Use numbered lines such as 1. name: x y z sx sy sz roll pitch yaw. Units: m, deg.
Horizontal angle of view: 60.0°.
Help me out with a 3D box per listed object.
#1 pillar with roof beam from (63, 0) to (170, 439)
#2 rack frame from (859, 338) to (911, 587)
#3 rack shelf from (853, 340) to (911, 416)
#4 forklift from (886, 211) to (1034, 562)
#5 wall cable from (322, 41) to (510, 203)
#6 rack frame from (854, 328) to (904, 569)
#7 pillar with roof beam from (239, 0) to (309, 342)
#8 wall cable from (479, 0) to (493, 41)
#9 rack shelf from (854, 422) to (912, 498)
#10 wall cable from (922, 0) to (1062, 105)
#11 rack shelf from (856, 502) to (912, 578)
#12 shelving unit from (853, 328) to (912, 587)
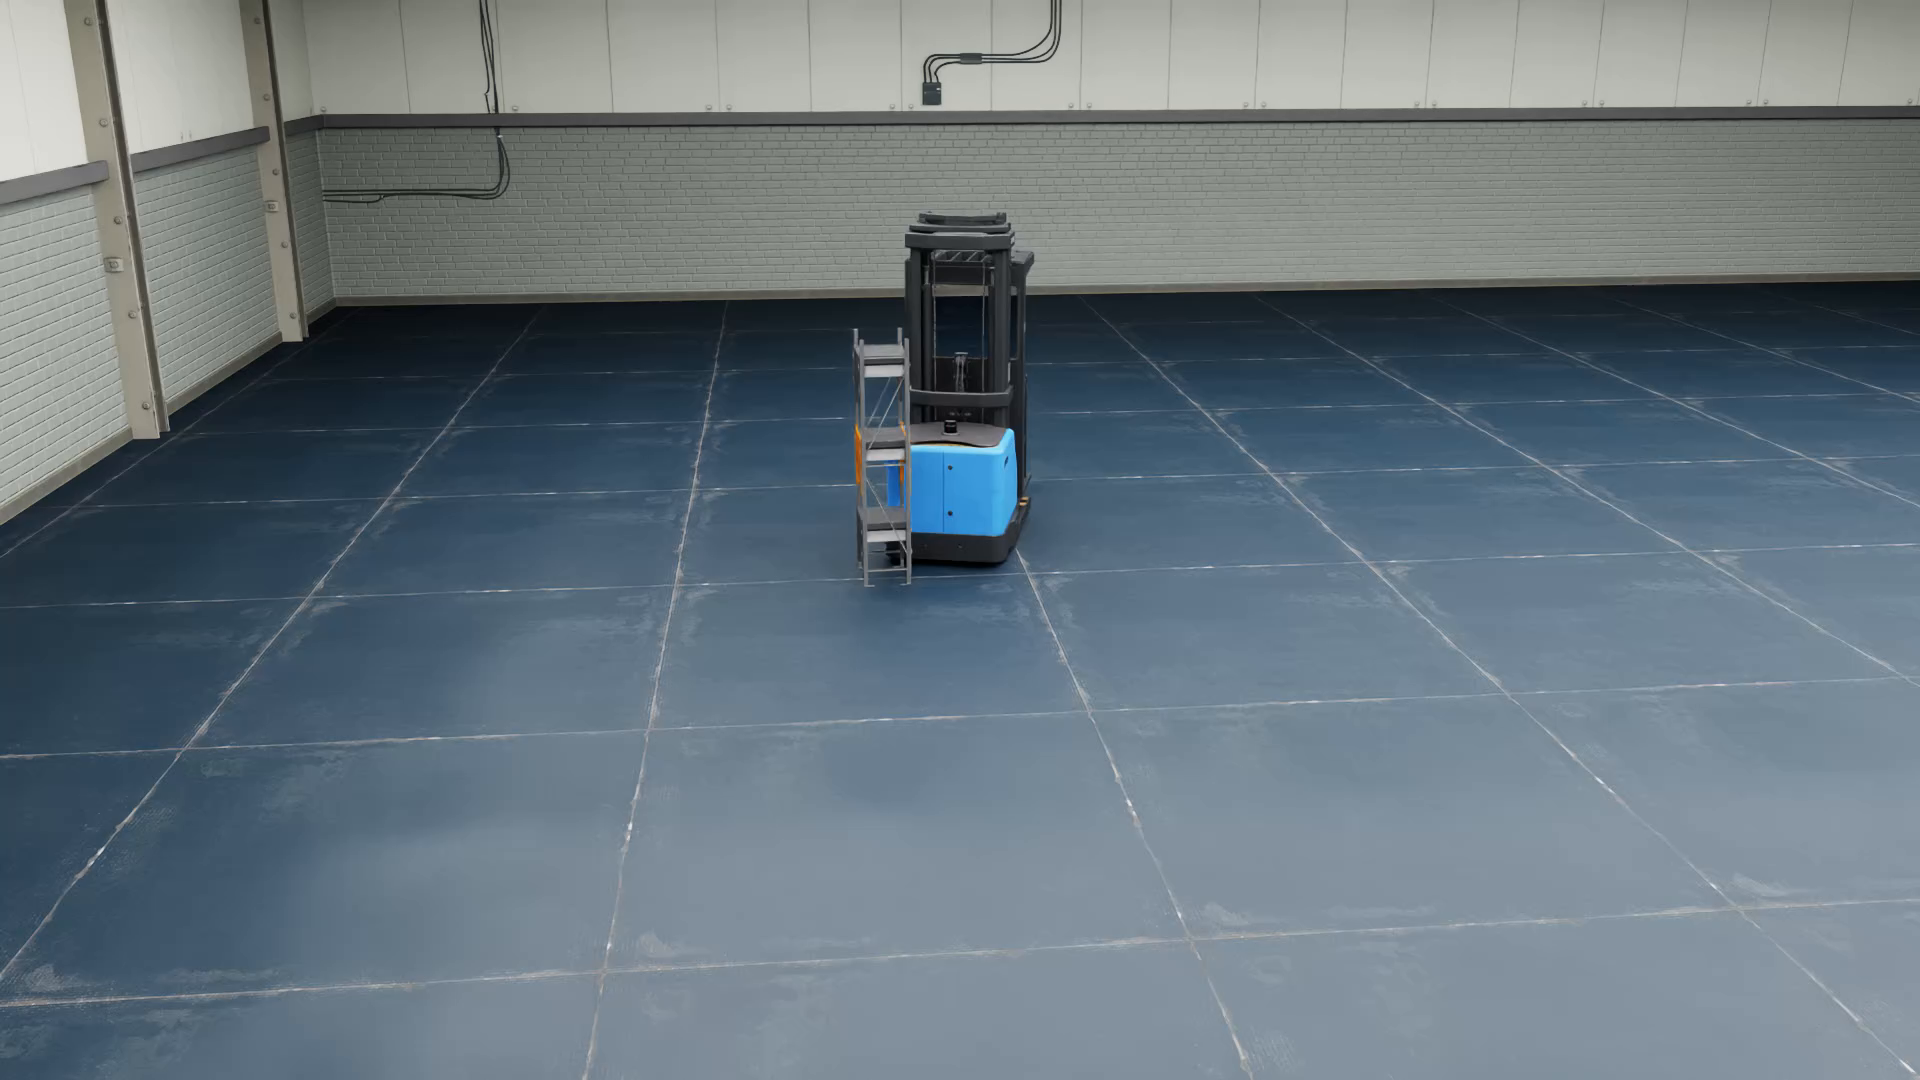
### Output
1. pillar with roof beam: -5.023 -5.637 18.183 9.100 9.000 0.400 -2 18 -6
2. rack frame: -0.611 -0.614 13.700 0.400 2.100 0.015 -3 18 -8
3. rack shelf: -0.648 -1.341 13.724 0.431 0.518 0.480 -3 18 -8
4. forklift: 0.087 -1.603 15.462 1.130 2.935 3.031 3 18 8
5. wall cable: -8.912 -6.729 26.844 3.097 2.526 0.112 -2 18 -6
6. rack frame: -0.684 -0.758 14.160 0.400 2.100 0.015 -3 18 -8
7. pillar with roof beam: -5.642 -7.425 23.877 9.100 9.000 0.400 -2 18 -6
8. wall cable: -6.222 -9.222 26.354 3.097 2.526 0.112 -2 18 -6
9. rack shelf: -0.648 -0.673 13.934 0.431 0.518 0.480 -3 18 -8
10. wall cable: 0.532 -10.122 26.789 2.305 6.003 0.169 -2 18 -6
11. rack shelf: -0.648 -0.005 14.143 0.431 0.518 0.480 -3 18 -8
12. shelving unit: -0.648 -0.686 13.930 0.431 2.100 0.503 -3 18 -8
